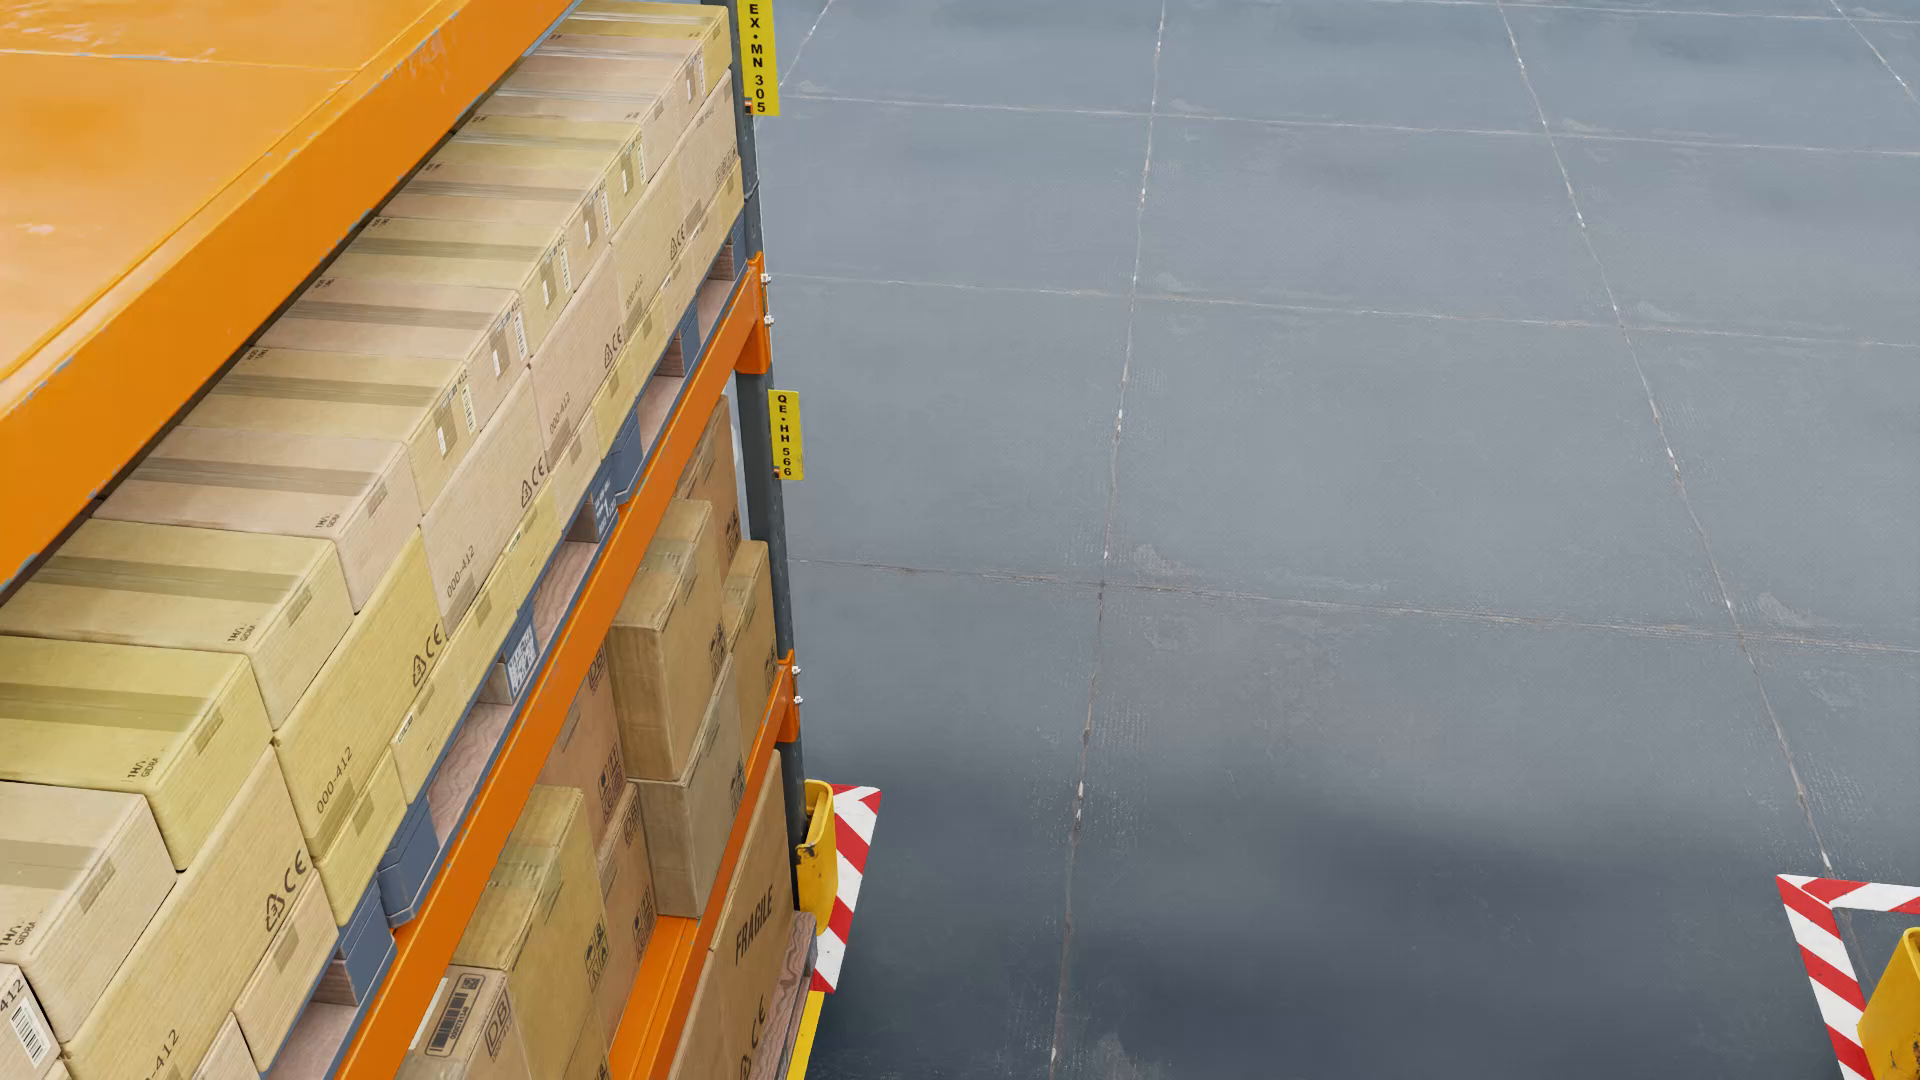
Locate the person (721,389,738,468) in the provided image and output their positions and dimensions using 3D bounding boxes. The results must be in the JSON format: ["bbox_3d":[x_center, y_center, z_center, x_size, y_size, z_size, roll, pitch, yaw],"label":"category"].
[{"bbox_3d":[-1.180,-0.302,7.443,0.360,1.665,0.513,3,36,4],"label":"person"}]
